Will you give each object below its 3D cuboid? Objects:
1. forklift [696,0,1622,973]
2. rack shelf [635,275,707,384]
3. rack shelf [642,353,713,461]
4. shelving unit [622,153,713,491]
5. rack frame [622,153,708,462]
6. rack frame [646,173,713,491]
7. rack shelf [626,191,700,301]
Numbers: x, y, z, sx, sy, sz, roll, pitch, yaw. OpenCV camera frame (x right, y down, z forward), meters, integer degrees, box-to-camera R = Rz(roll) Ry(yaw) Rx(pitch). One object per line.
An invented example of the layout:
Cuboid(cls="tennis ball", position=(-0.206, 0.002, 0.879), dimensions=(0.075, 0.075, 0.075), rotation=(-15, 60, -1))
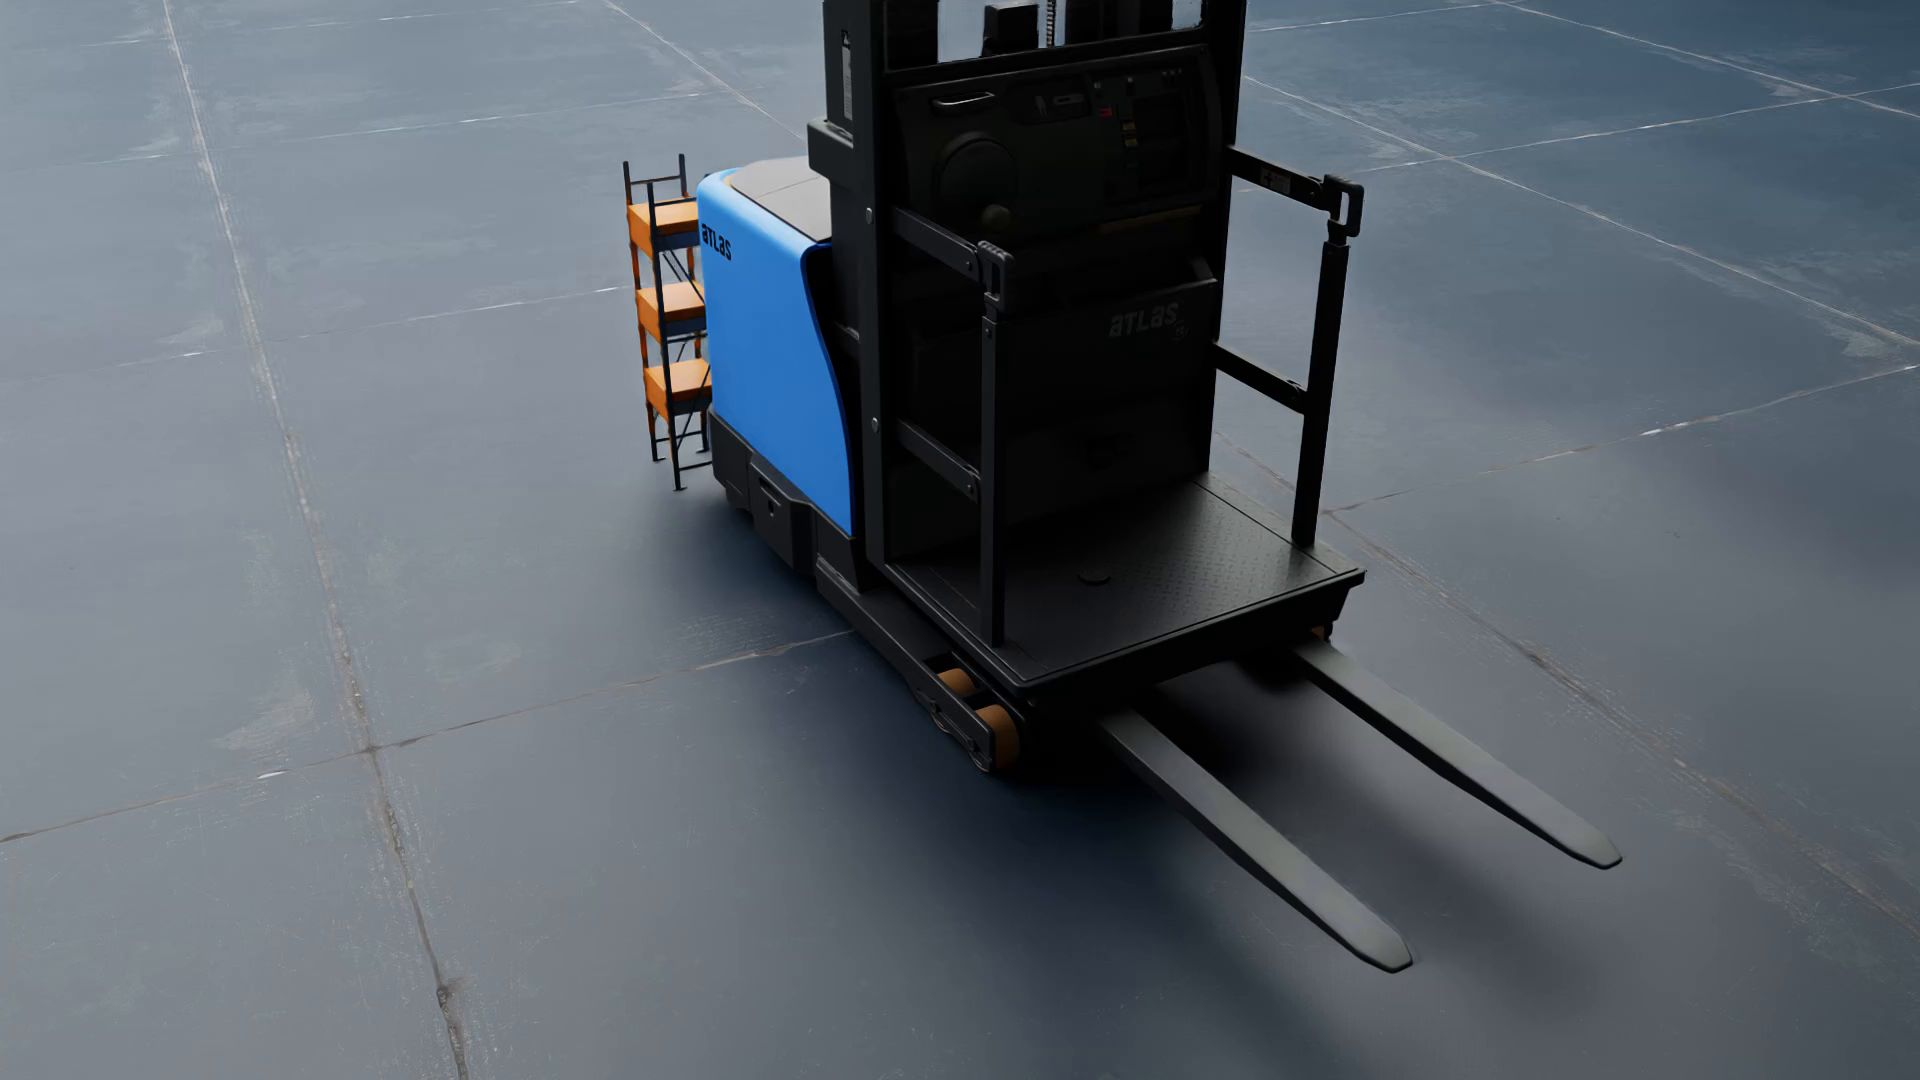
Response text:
Cuboid(cls="forklift", position=(0.368, -0.952, 3.952), dimensions=(1.130, 2.935, 3.031), rotation=(-16, 33, -26))
Cuboid(cls="rack shelf", position=(-0.915, -0.690, 5.428), dimensions=(0.215, 0.259, 0.240), rotation=(-14, 32, -23))
Cuboid(cls="rack shelf", position=(-0.915, -0.447, 5.564), dimensions=(0.215, 0.259, 0.240), rotation=(-14, 32, -23))
Cuboid(cls="shelving unit", position=(-0.915, -0.699, 5.423), dimensions=(0.215, 1.050, 0.252), rotation=(-14, 32, -23))
Cuboid(cls="rack frame", position=(-0.970, -0.752, 5.518), dimensions=(0.200, 1.050, 0.008), rotation=(-14, 32, -23))
Cuboid(cls="rack frame", position=(-0.859, -0.646, 5.328), dimensions=(0.200, 1.050, 0.008), rotation=(-14, 32, -23))
Cuboid(cls="rack shelf", position=(-0.915, -0.937, 5.290), dimensions=(0.215, 0.259, 0.240), rotation=(-14, 32, -23))
